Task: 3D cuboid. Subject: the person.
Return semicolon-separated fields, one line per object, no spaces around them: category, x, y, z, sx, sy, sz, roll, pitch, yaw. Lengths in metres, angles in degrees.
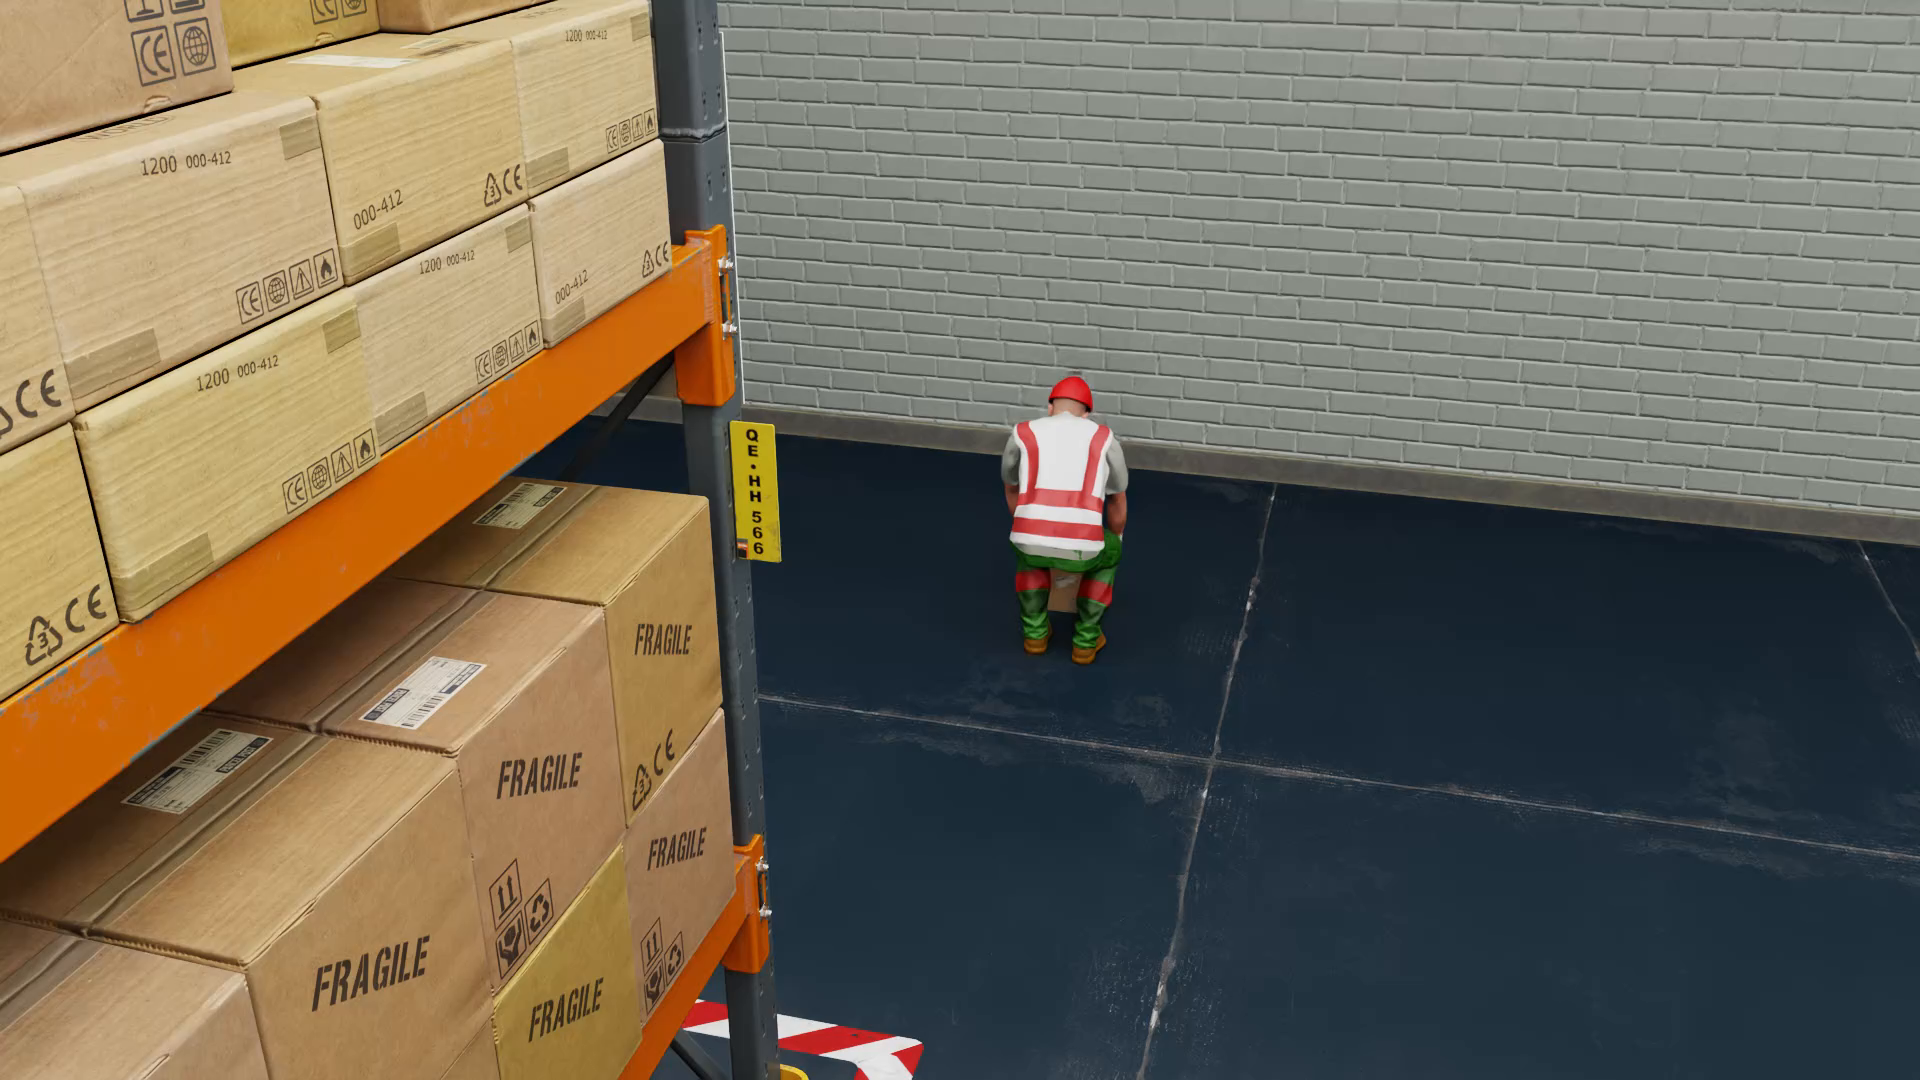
person;0.445;-0.077;7.474;0.584;1.172;0.852;6;26;13
